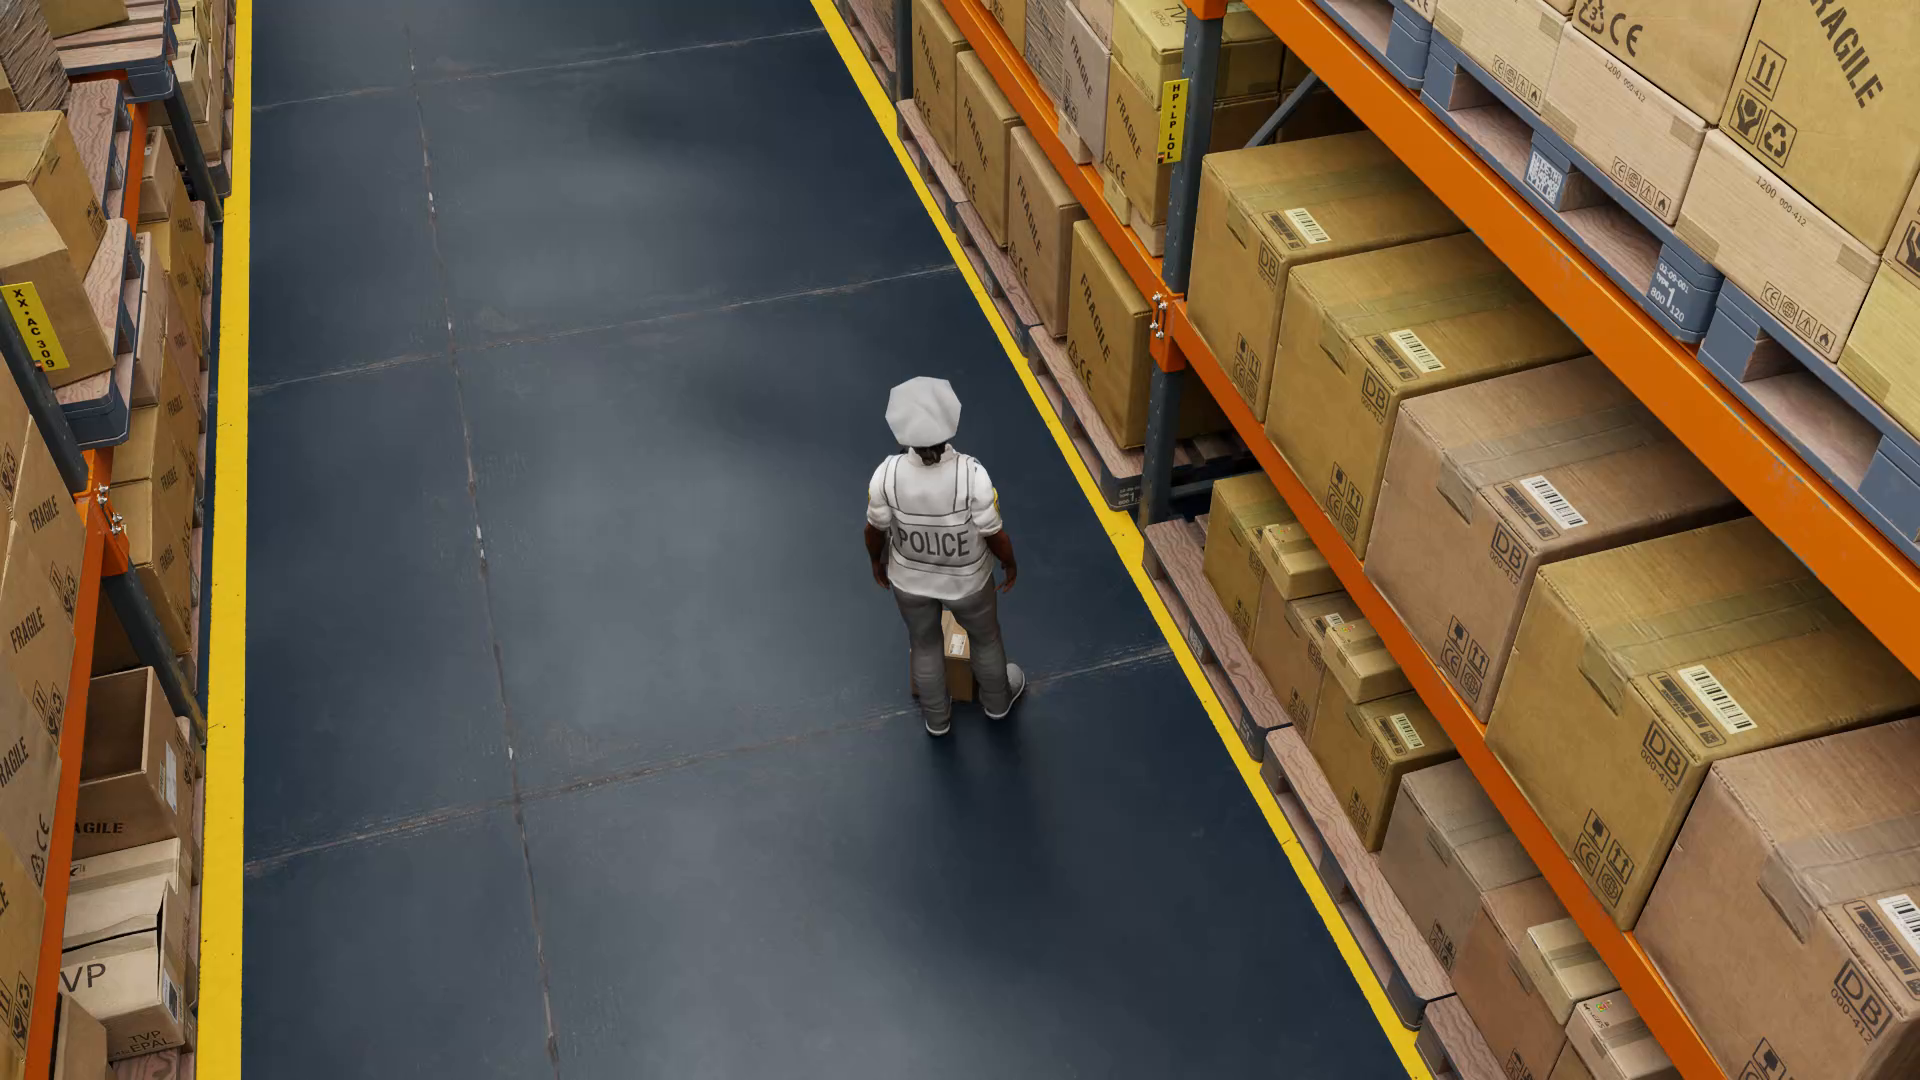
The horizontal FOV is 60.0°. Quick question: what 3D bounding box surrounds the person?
[{"bbox_3d":[-0.045,0.063,6.053,0.569,1.696,0.528,5,43,6],"label":"person"}]
